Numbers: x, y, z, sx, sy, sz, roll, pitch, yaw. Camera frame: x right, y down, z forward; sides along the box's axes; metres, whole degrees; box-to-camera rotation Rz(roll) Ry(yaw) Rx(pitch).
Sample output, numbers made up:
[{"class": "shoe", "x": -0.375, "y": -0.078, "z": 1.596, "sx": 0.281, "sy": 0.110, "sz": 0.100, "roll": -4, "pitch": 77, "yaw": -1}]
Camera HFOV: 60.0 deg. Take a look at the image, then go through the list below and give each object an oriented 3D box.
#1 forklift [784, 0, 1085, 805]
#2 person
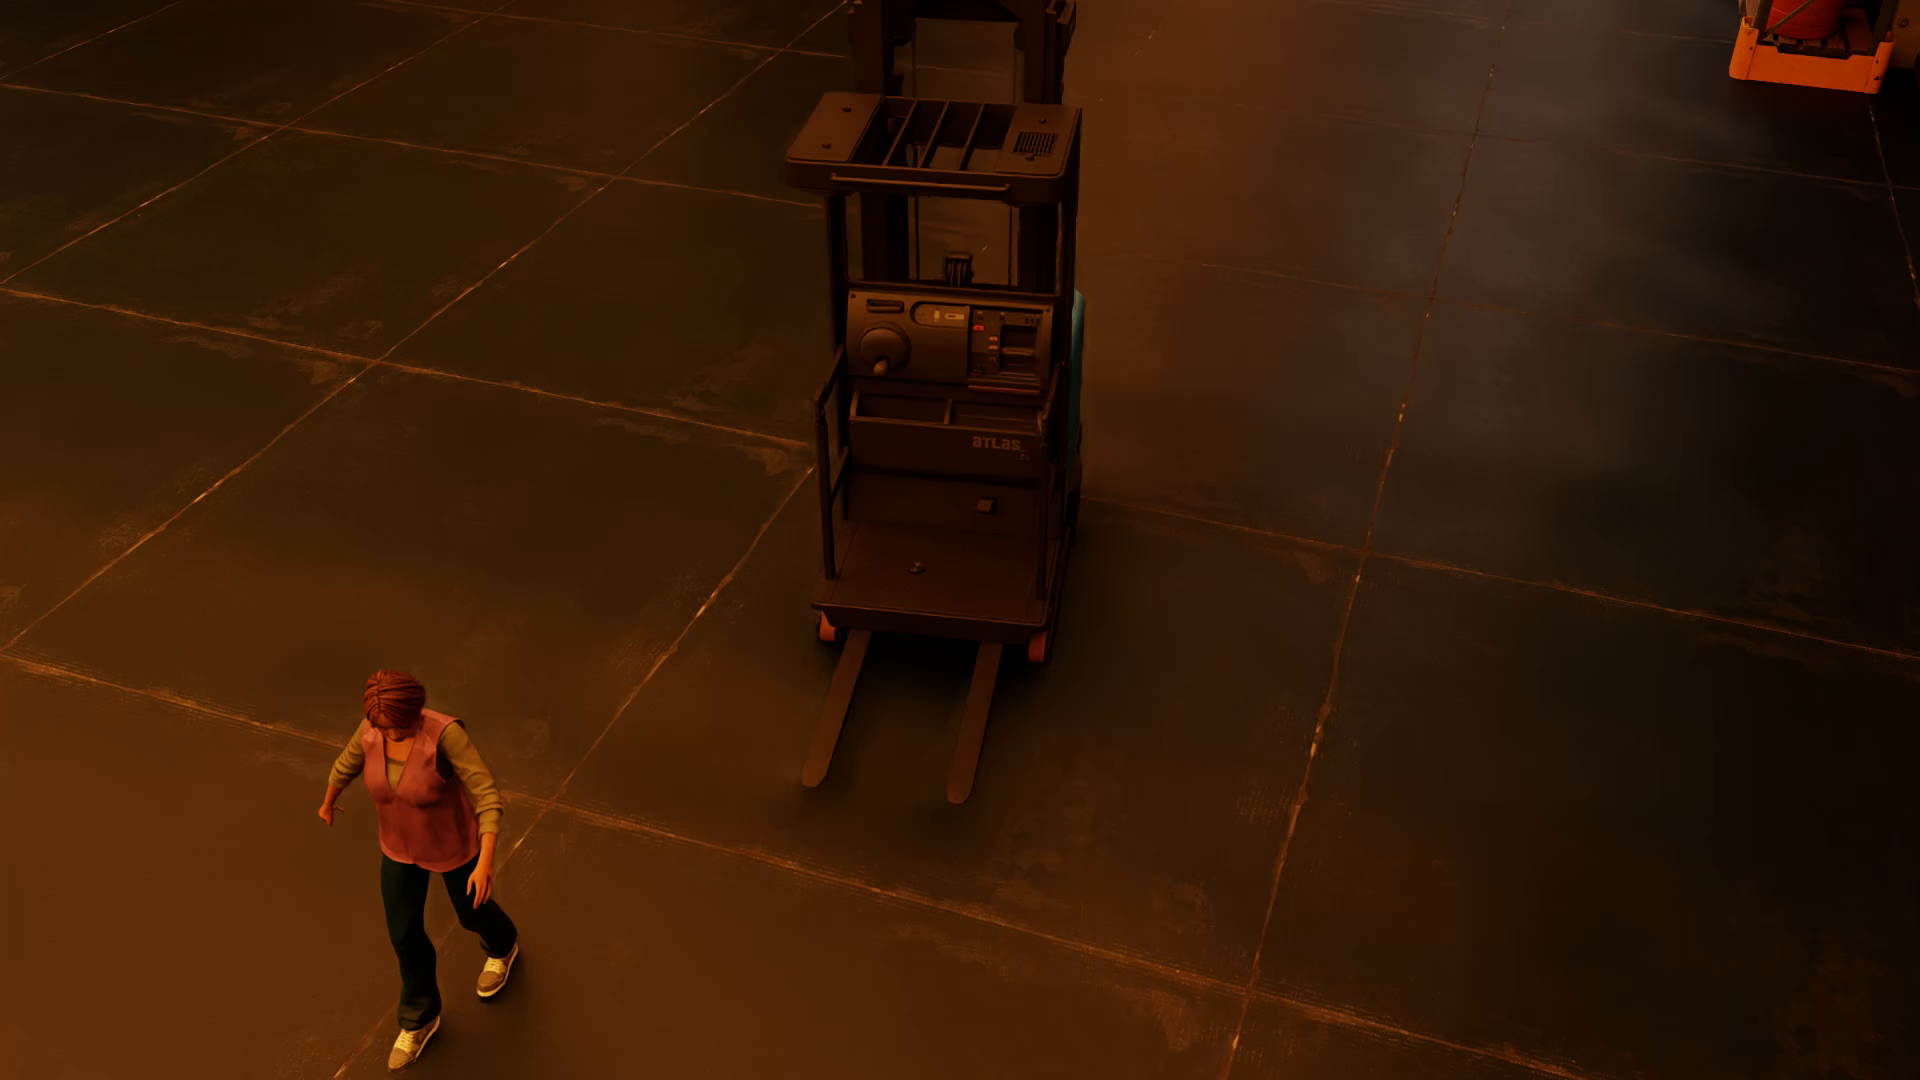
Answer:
[{"class": "forklift", "x": -0.079, "y": -0.837, "z": 7.292, "sx": 1.130, "sy": 2.935, "sz": 3.031, "roll": 5, "pitch": 36, "yaw": 7}, {"class": "person", "x": -1.883, "y": 1.104, "z": 5.750, "sx": 0.847, "sy": 1.587, "sz": 0.658, "roll": 6, "pitch": 36, "yaw": 9}]
